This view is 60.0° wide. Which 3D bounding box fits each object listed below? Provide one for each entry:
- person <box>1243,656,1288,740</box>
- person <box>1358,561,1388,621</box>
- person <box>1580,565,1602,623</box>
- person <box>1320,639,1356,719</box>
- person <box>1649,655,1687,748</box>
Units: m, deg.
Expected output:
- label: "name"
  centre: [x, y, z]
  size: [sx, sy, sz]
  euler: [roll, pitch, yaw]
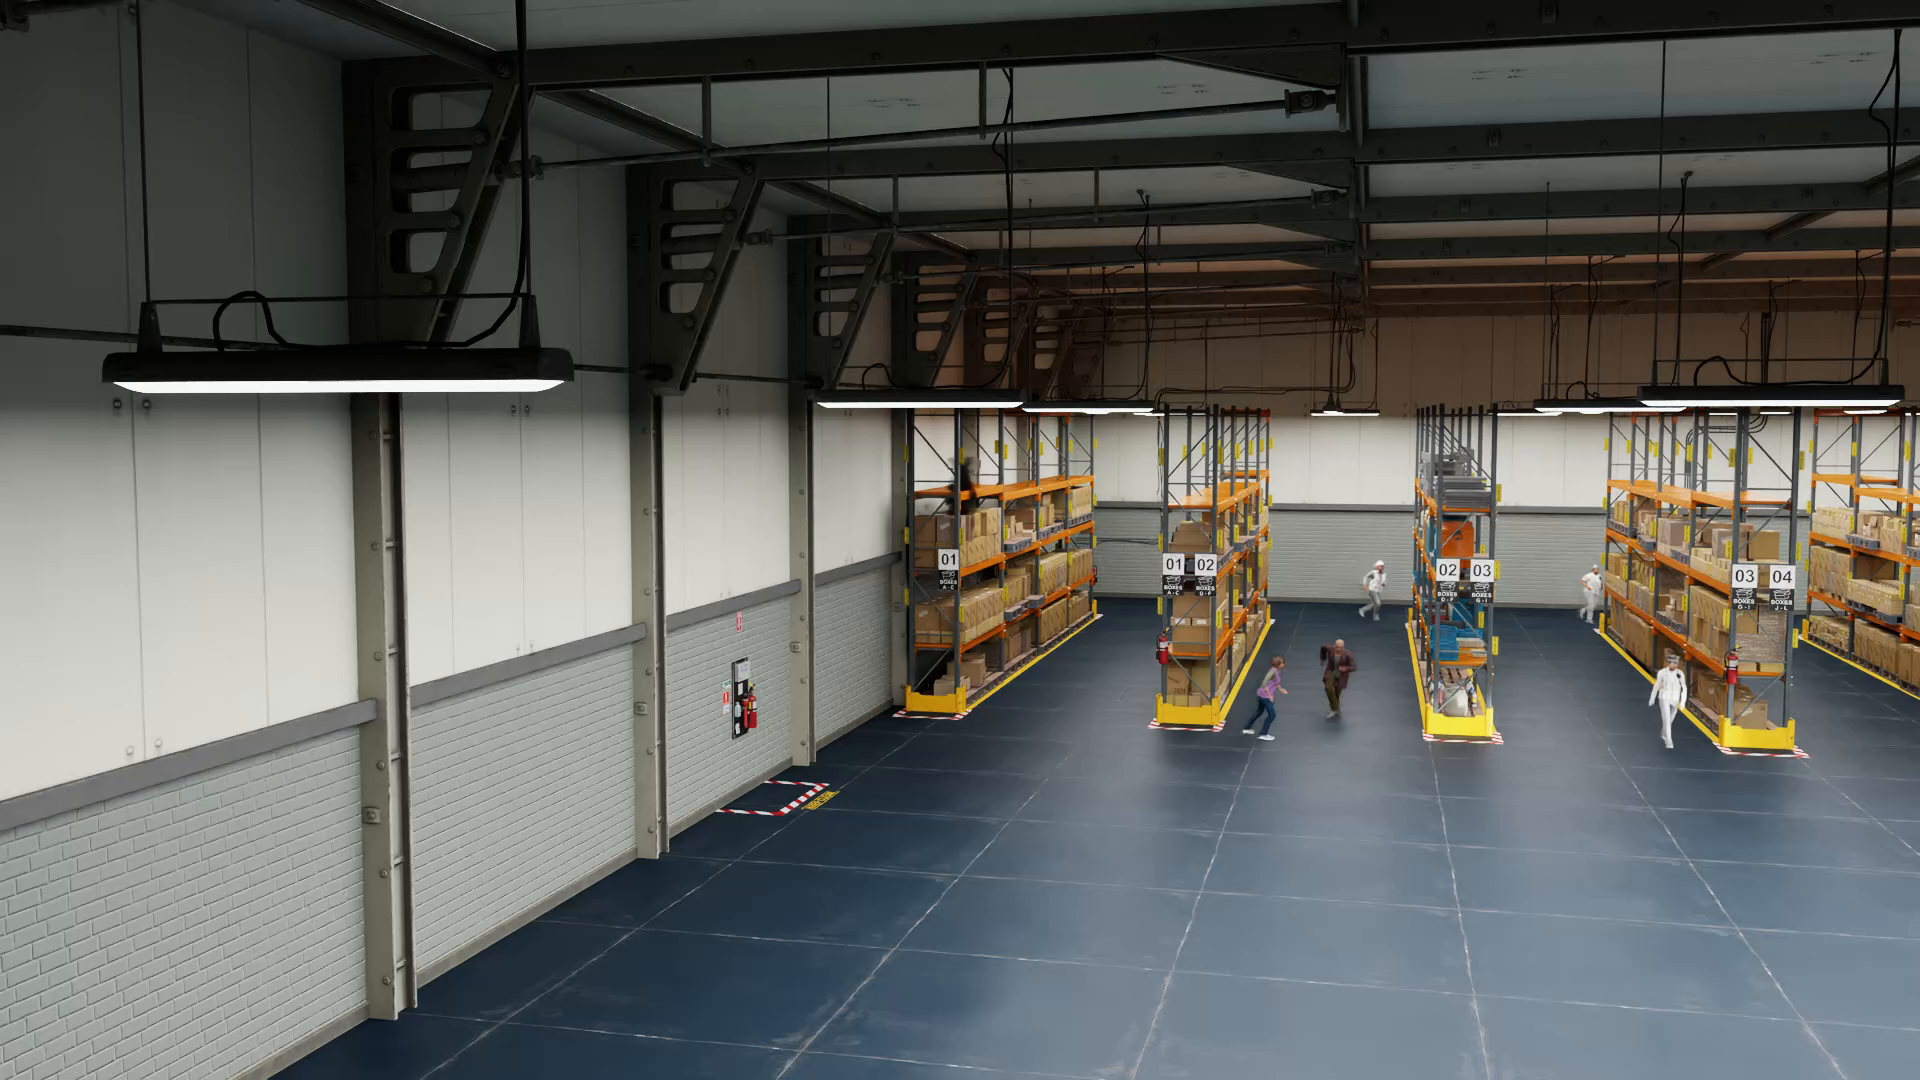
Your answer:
- label: "person"
  centre: [5.452, 2.810, 29.719]
  size: [0.792, 1.521, 0.586]
  euler: [1, 4, 16]
- label: "person"
  centre: [11.780, 1.448, 47.424]
  size: [0.758, 1.712, 0.666]
  euler: [-3, 5, -39]
- label: "person"
  centre: [17.846, 1.515, 46.950]
  size: [0.647, 1.634, 0.661]
  euler: [-1, 4, -18]
- label: "person"
  centre: [7.276, 2.639, 32.044]
  size: [0.699, 1.568, 1.234]
  euler: [1, 4, 14]
- label: "person"
  centre: [12.419, 2.794, 29.115]
  size: [0.556, 1.596, 1.079]
  euler: [0, 4, 3]
